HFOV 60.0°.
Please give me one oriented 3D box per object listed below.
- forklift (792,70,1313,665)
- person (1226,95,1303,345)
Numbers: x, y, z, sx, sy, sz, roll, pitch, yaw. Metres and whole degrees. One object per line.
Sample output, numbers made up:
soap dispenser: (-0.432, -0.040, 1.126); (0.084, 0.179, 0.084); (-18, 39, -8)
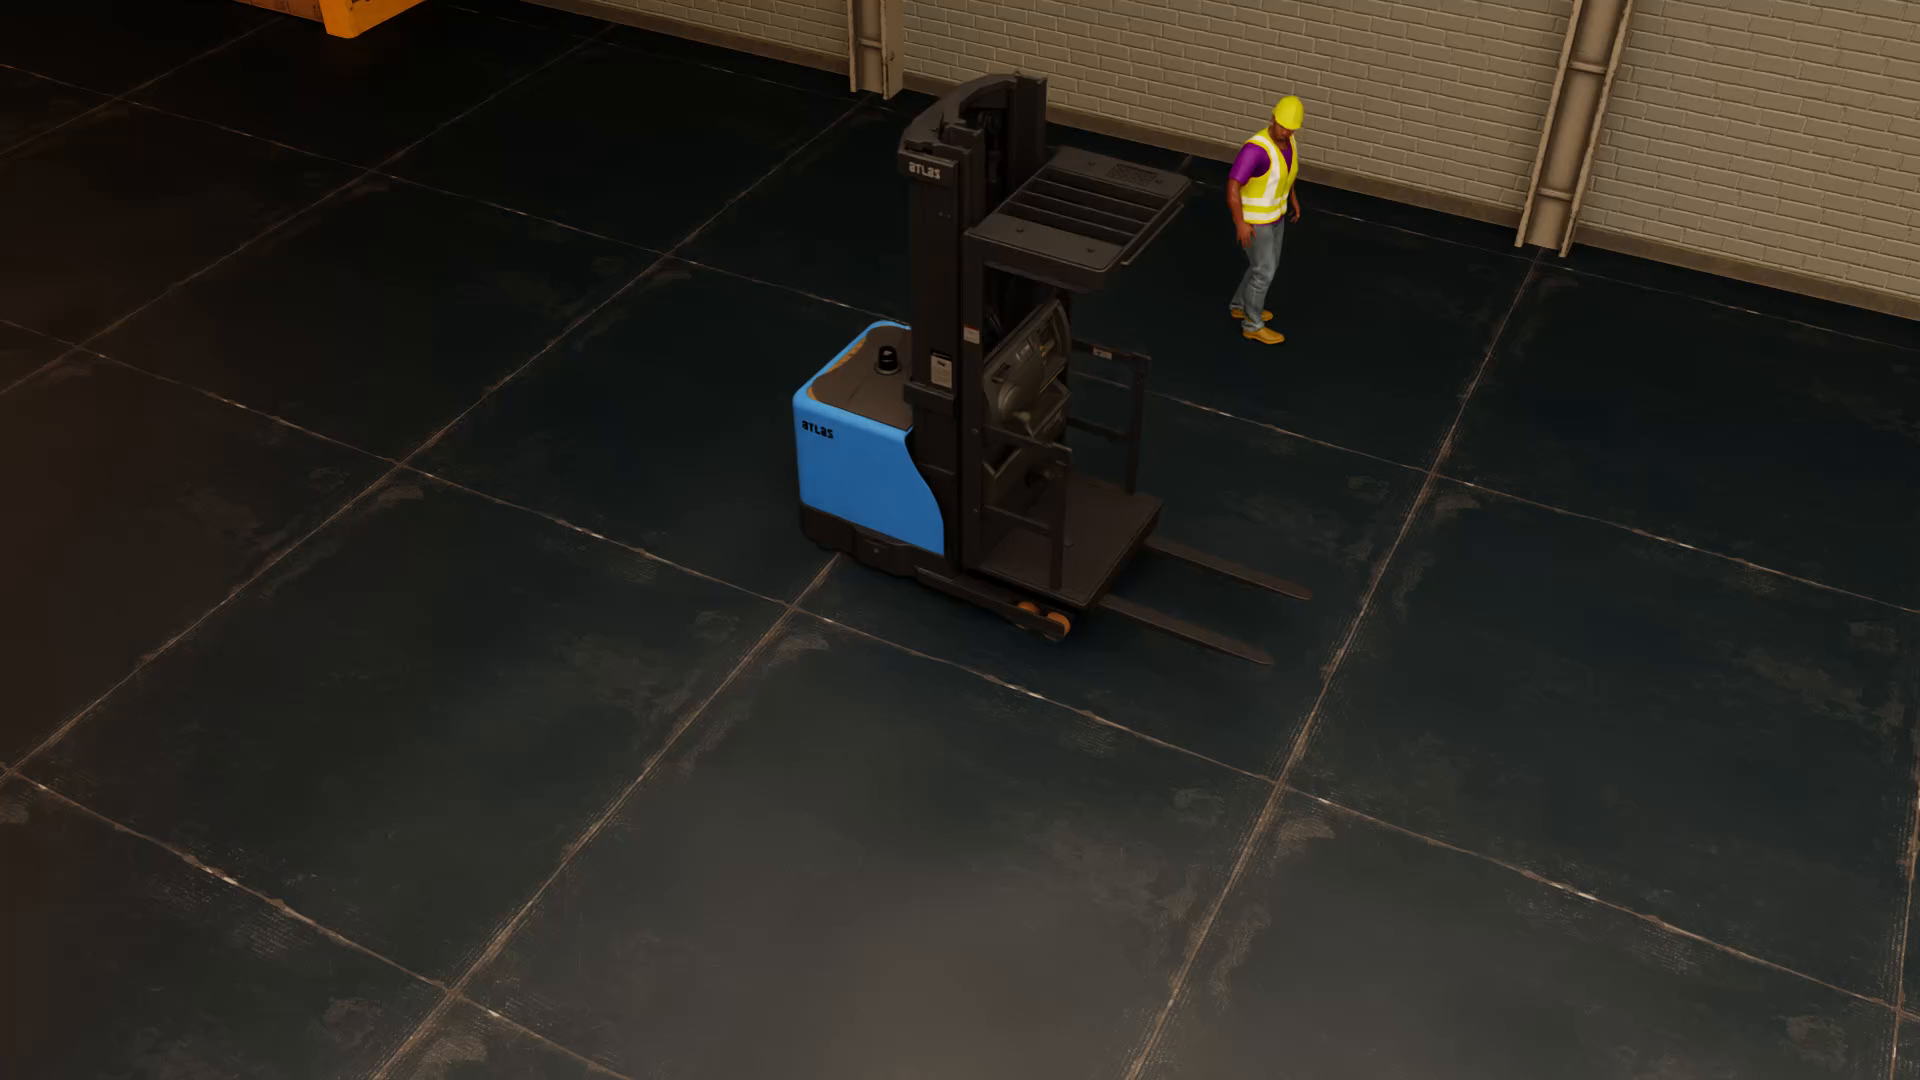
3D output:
forklift: (0.549, -0.934, 9.096); (3.031, 2.935, 1.130); (20, 44, 22)
person: (2.174, -2.238, 11.564); (0.521, 1.748, 0.794); (21, 45, 23)
